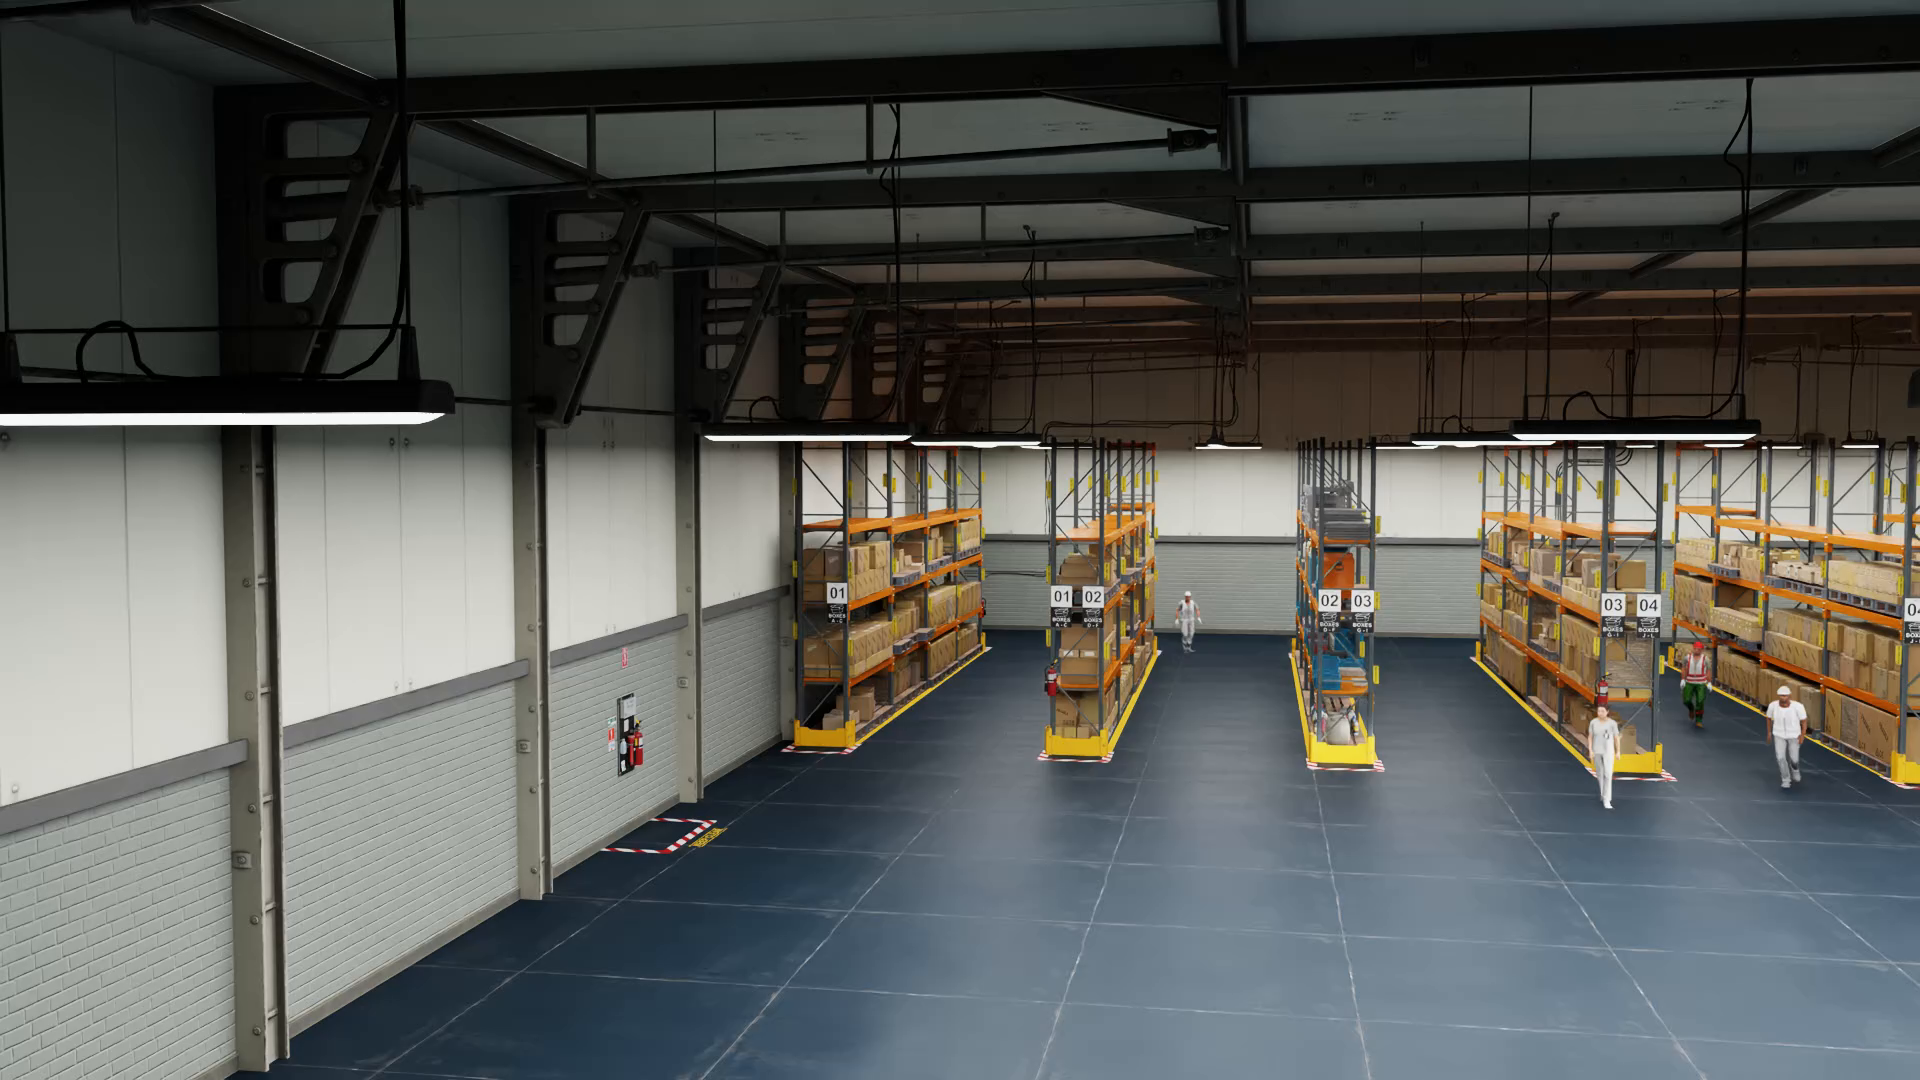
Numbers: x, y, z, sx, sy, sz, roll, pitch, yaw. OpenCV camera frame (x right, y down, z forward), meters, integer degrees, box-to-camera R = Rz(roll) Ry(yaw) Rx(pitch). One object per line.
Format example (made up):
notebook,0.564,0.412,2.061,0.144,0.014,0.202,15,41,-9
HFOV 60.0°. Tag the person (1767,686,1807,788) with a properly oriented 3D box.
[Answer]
person,14.187,3.349,28.522,0.630,1.732,0.717,2,4,34

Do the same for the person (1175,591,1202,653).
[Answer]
person,6.487,2.376,47.394,0.709,1.847,0.522,-1,3,-12

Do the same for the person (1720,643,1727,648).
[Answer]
person,21.077,2.493,45.366,1.016,1.635,0.433,1,3,25

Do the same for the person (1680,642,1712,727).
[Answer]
person,15.384,2.990,34.721,0.627,1.777,0.587,2,4,31

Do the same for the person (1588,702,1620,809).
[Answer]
person,10.403,3.462,26.912,0.505,1.618,0.871,2,4,38
